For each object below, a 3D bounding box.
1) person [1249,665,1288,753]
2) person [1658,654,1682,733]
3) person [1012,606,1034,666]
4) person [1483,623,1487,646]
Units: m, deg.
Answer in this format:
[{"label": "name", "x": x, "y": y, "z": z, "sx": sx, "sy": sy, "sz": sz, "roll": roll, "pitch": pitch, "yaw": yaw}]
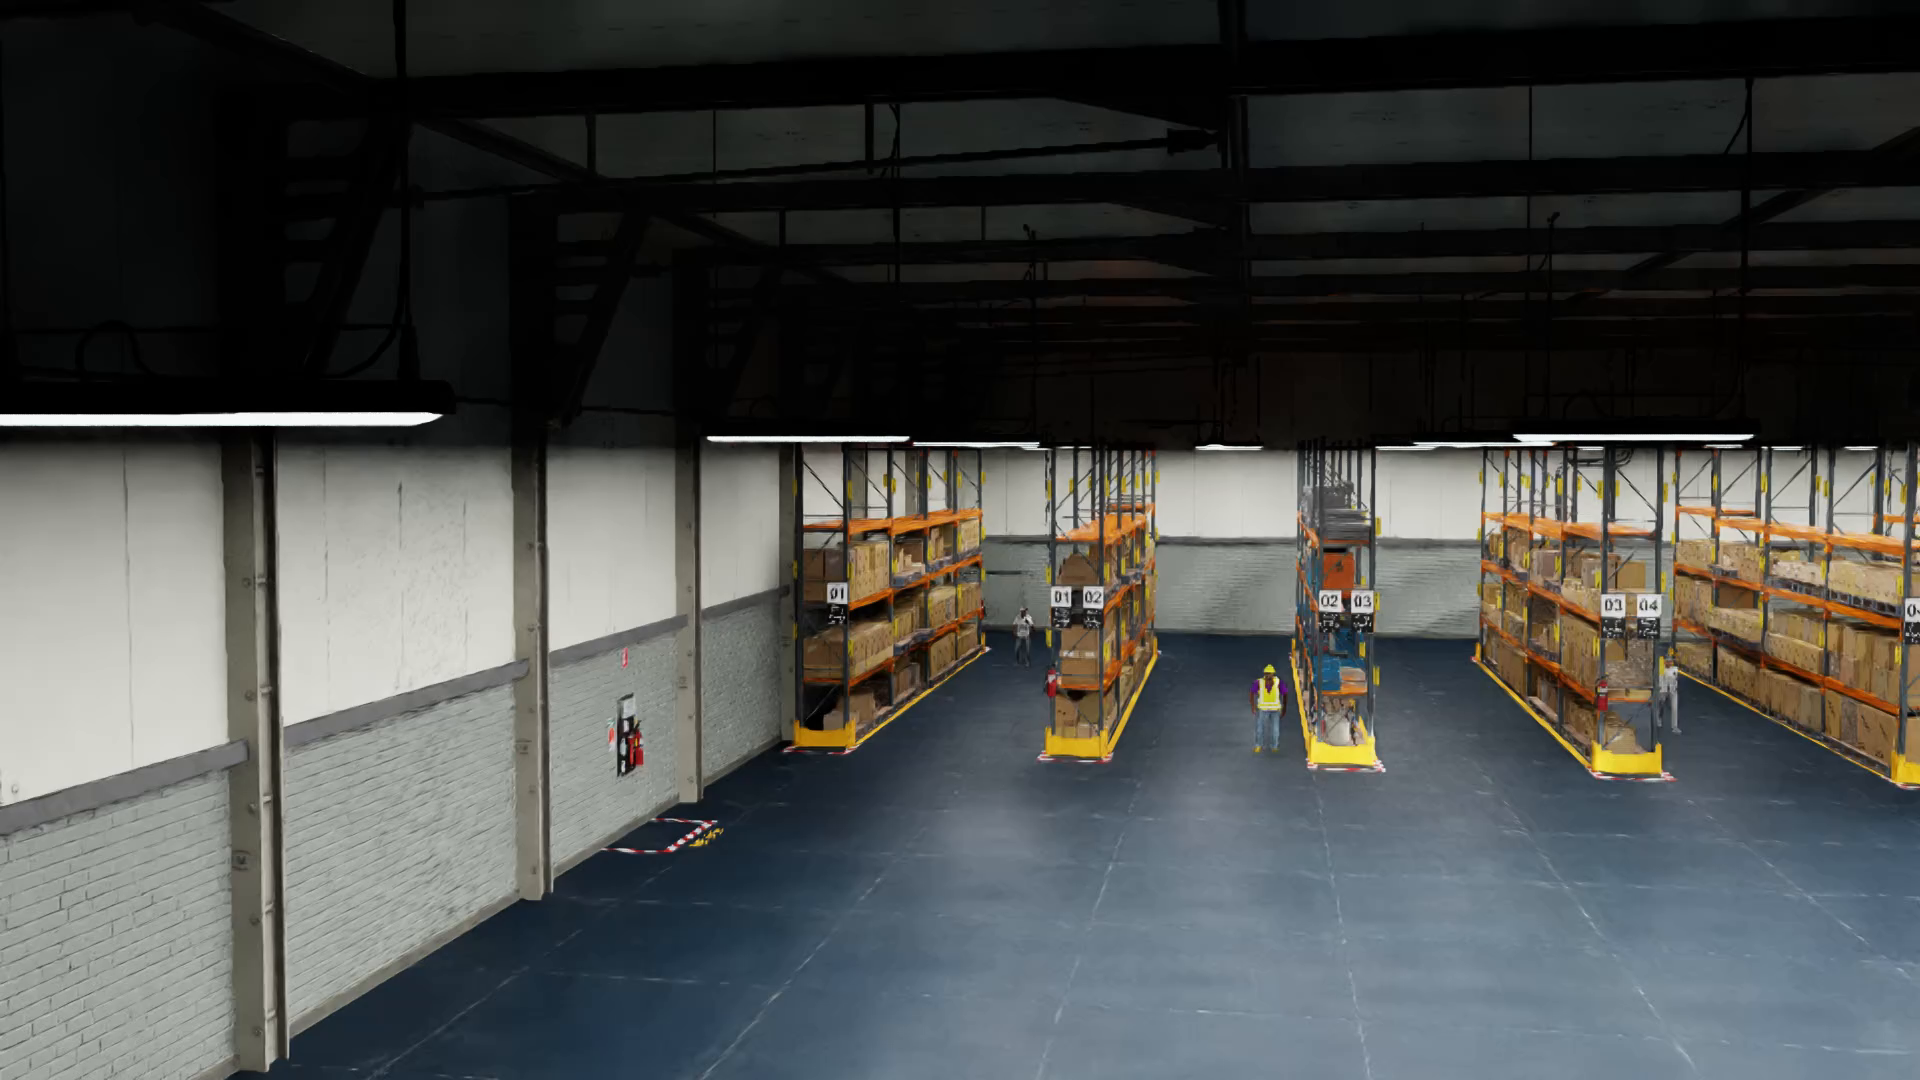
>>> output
[{"label": "person", "x": 5.847, "y": 3.204, "z": 31.533, "sx": 0.719, "sy": 1.715, "sz": 0.578, "roll": 1, "pitch": 3, "yaw": 10}, {"label": "person", "x": 14.481, "y": 3.105, "z": 34.070, "sx": 0.495, "sy": 1.589, "sz": 1.086, "roll": 1, "pitch": 3, "yaw": 13}, {"label": "person", "x": 1.694, "y": 2.564, "z": 44.483, "sx": 0.592, "sy": 1.629, "sz": 0.526, "roll": 0, "pitch": 3, "yaw": 8}, {"label": "person", "x": 15.639, "y": 2.282, "z": 48.706, "sx": 0.701, "sy": 1.719, "sz": 0.849, "roll": 0, "pitch": 3, "yaw": -7}]
